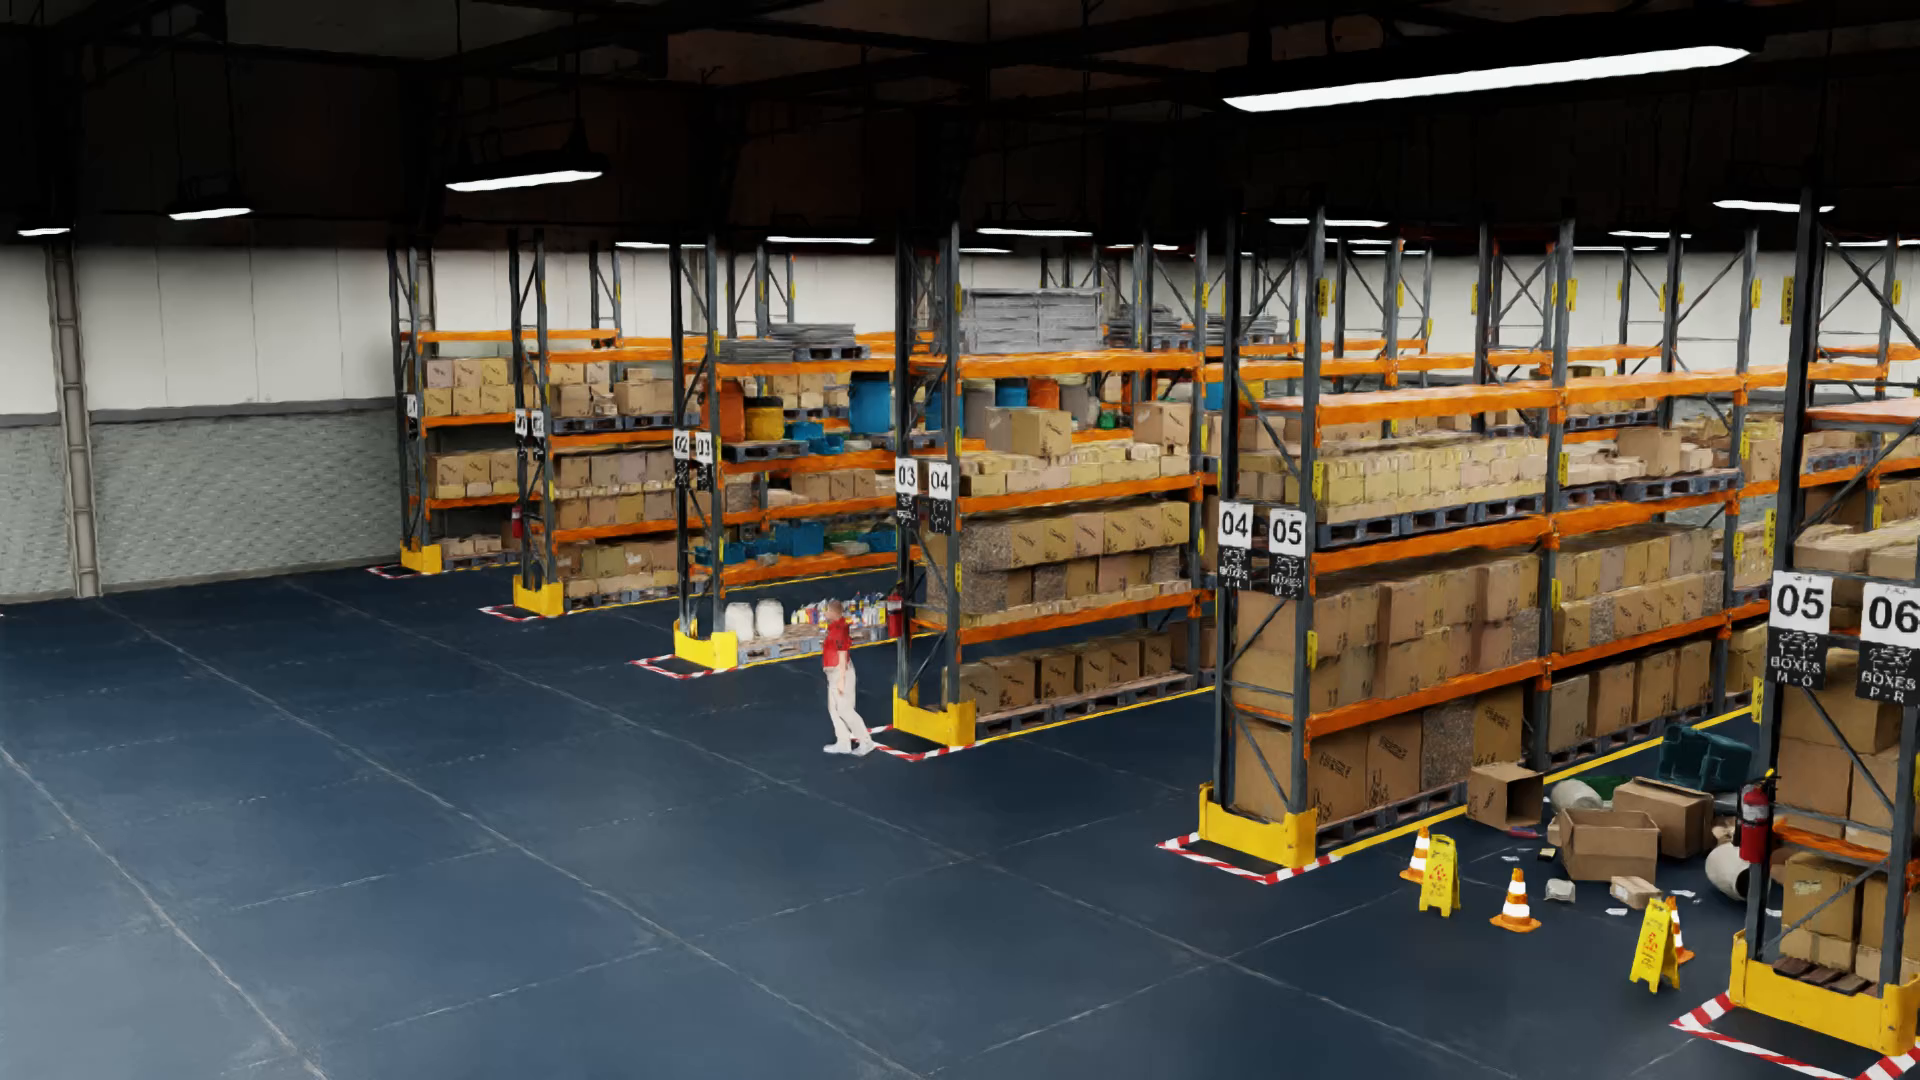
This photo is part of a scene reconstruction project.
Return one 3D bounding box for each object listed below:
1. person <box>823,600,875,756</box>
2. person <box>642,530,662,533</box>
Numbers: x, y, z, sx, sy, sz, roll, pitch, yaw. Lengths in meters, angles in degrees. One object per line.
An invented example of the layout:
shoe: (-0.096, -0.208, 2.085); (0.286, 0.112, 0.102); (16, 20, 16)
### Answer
person: (-1.234, 1.519, 18.365); (0.575, 1.711, 0.594); (0, 9, -3)
person: (-5.542, -0.216, 29.971); (0.518, 1.604, 0.592); (-8, 12, -40)
